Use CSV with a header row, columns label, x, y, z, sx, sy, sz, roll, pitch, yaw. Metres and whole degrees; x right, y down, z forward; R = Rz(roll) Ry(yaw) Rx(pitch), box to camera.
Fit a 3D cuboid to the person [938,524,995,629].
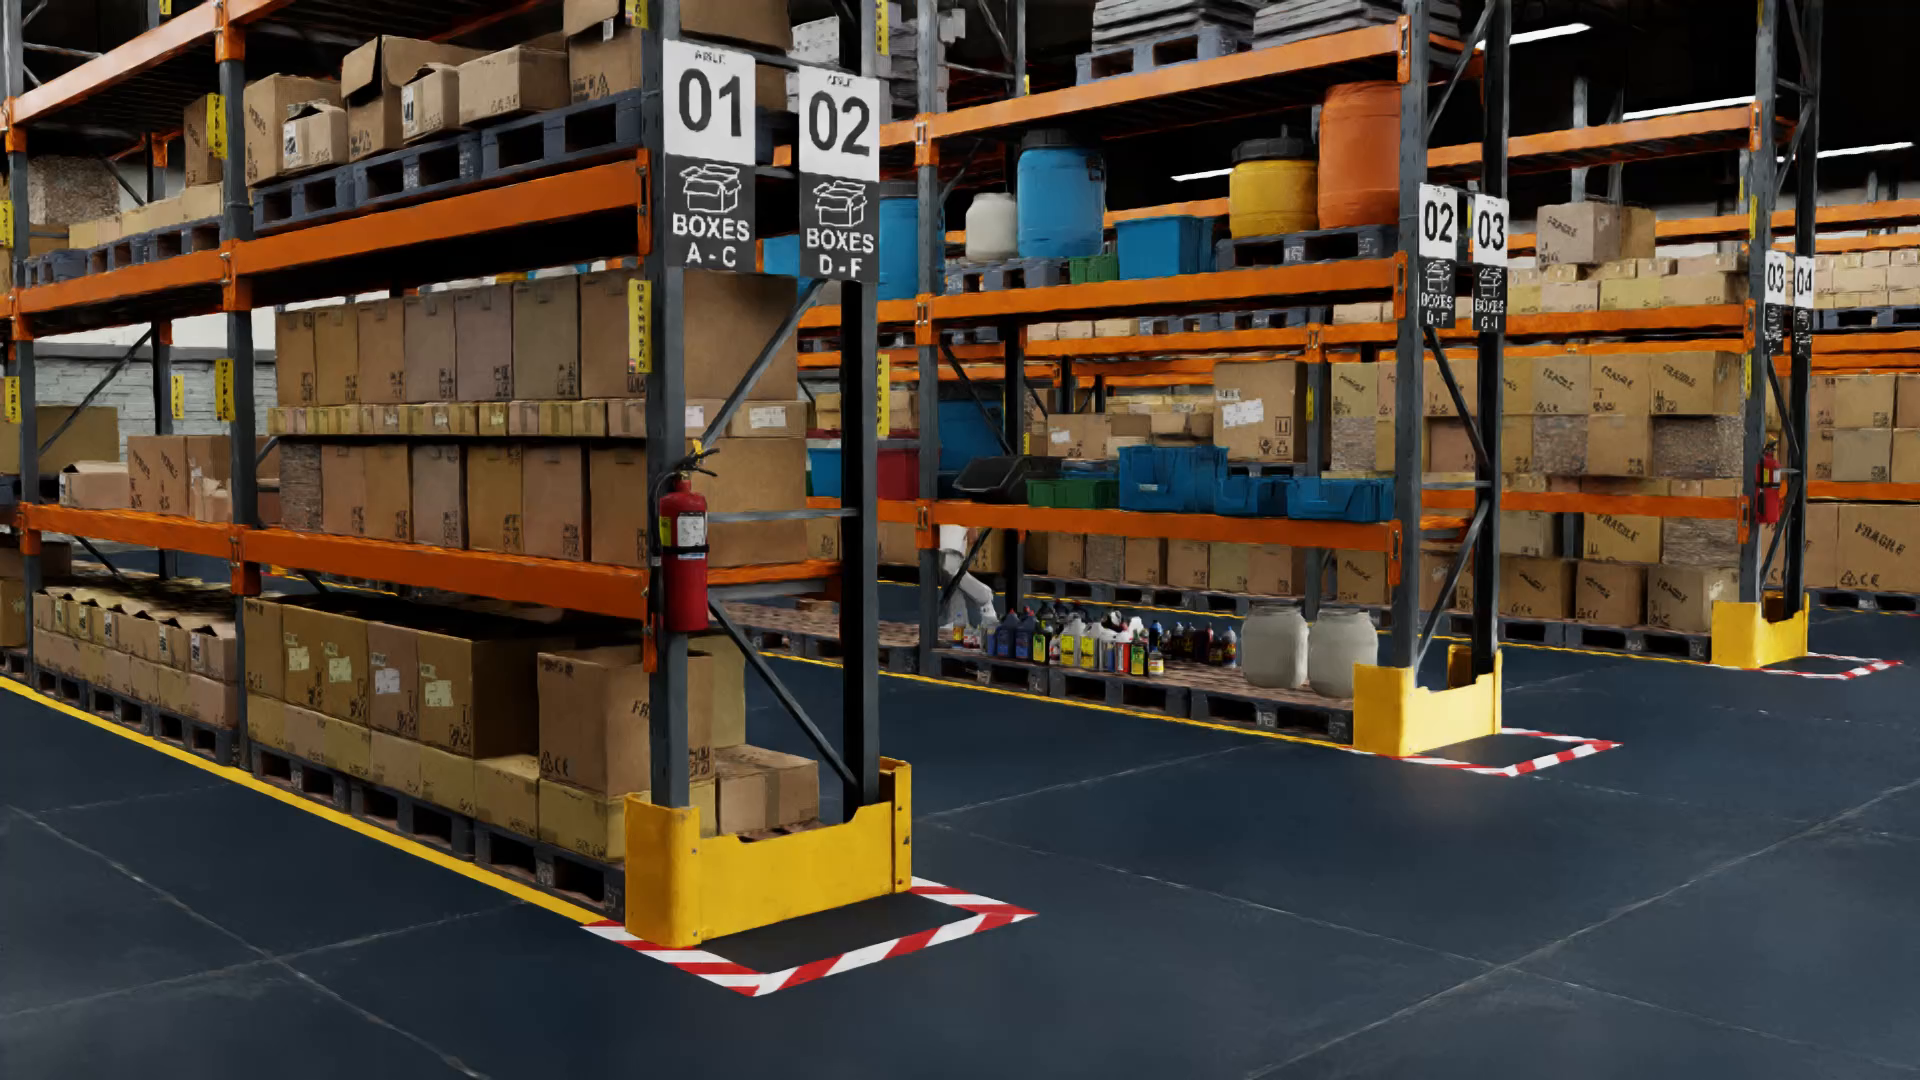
label,x,y,z,sx,sy,sz,roll,pitch,yaw
person,-0.078,-0.041,14.967,0.607,1.742,0.740,-3,5,-38
